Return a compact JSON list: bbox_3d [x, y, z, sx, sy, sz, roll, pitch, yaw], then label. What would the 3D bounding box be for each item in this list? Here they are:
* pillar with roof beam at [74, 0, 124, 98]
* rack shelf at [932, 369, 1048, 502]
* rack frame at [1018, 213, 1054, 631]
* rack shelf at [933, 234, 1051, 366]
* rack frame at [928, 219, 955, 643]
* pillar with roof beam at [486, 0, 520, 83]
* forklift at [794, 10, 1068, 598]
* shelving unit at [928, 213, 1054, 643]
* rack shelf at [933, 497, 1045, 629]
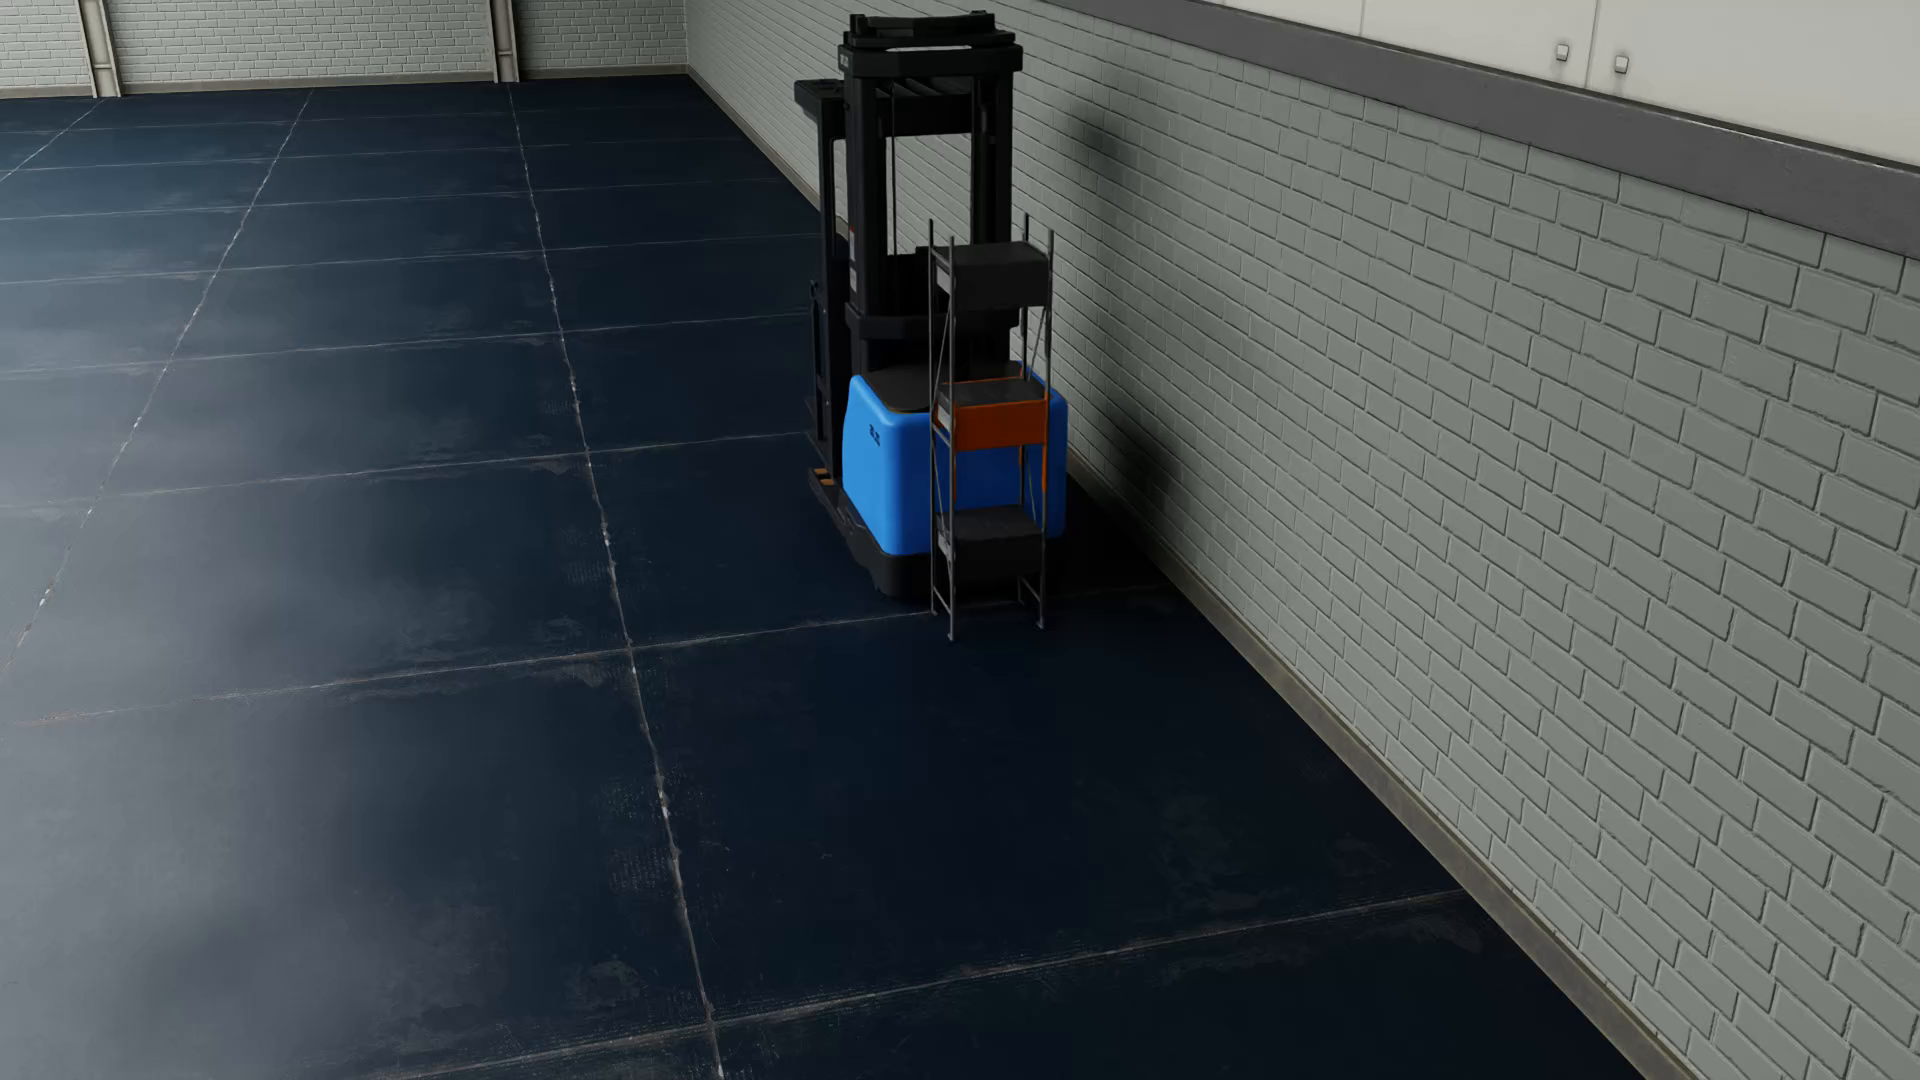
[{"bbox_3d":[-12.057,-9.403,20.252,0.400,9.000,9.100,-6,24,-14],"label":"pillar with roof beam"},{"bbox_3d":[0.144,-0.530,8.356,0.480,0.518,0.431,-7,24,-15],"label":"rack shelf"},{"bbox_3d":[0.378,-0.569,8.414,0.015,2.100,0.400,-7,24,-15],"label":"rack frame"},{"bbox_3d":[0.144,-1.173,8.080,0.480,0.518,0.431,-7,24,-15],"label":"rack shelf"},{"bbox_3d":[-0.090,-0.515,8.287,0.015,2.100,0.400,-7,24,-15],"label":"rack frame"},{"bbox_3d":[-6.280,-10.042,21.741,0.400,9.000,9.100,-6,24,-14],"label":"pillar with roof beam"},{"bbox_3d":[-0.317,-1.594,9.749,1.130,2.935,3.031,-7,24,-15],"label":"forklift"},{"bbox_3d":[0.144,-0.542,8.351,0.503,2.100,0.431,-7,24,-15],"label":"shelving unit"},{"bbox_3d":[0.144,0.114,8.632,0.480,0.518,0.431,-7,24,-15],"label":"rack shelf"}]
